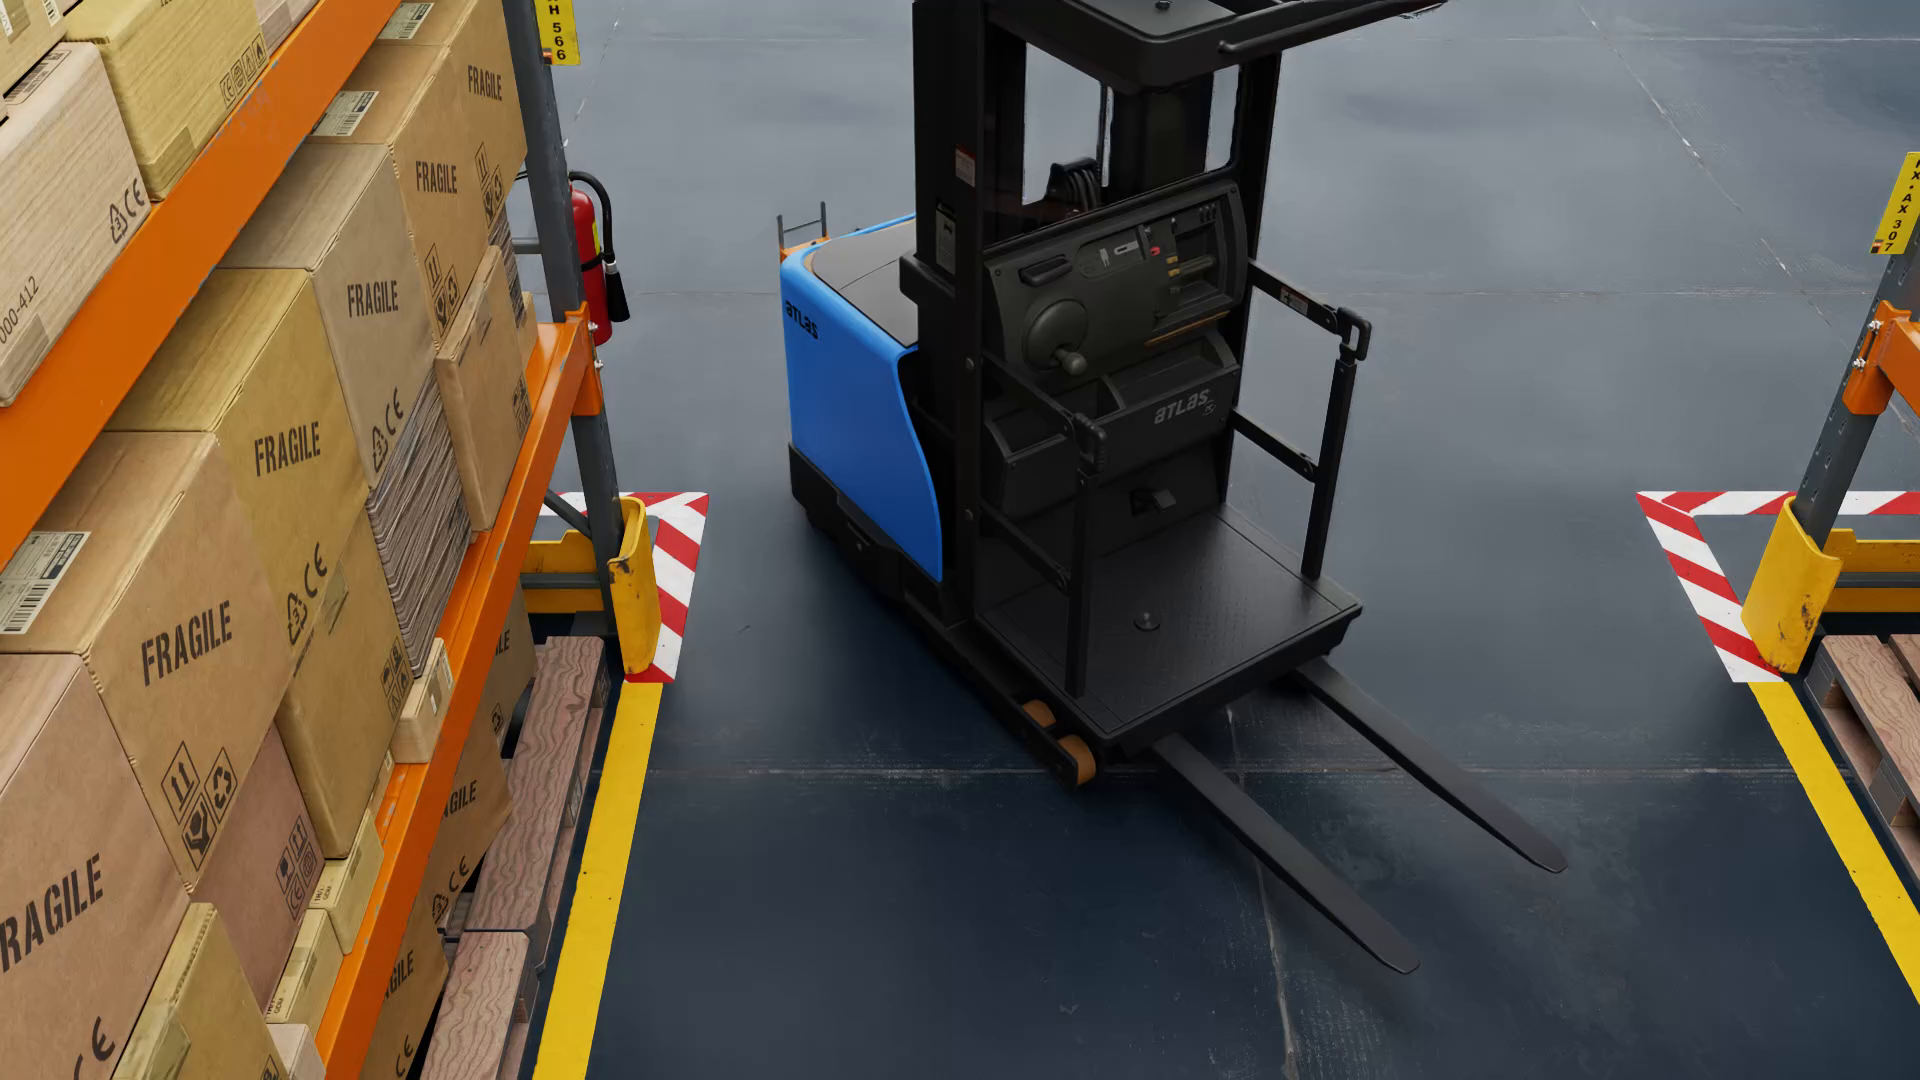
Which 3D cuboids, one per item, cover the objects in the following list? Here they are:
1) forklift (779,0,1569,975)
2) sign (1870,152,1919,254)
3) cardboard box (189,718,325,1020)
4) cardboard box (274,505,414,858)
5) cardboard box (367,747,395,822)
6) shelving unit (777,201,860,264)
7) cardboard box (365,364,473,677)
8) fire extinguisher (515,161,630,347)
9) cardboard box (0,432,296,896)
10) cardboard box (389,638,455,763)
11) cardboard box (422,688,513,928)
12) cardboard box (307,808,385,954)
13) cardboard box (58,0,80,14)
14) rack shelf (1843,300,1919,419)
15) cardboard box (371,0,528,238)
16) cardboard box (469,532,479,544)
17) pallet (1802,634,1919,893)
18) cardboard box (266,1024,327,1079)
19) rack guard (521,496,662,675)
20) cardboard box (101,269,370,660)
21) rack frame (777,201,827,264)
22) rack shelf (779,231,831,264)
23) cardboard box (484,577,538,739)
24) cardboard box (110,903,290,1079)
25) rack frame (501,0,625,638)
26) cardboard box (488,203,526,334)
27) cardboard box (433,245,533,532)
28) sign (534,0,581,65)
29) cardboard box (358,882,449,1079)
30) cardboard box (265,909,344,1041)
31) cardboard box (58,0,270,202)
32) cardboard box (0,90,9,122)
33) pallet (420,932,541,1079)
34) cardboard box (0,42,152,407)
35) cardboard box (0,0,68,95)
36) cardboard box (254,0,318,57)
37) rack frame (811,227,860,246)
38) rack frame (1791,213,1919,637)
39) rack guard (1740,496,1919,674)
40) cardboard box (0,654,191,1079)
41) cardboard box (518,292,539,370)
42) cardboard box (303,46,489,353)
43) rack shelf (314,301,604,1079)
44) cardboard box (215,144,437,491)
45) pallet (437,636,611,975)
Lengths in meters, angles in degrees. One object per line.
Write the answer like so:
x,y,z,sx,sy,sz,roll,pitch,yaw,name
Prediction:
0.606,-0.706,4.787,1.130,2.935,3.031,-23,44,-26,forklift
2.760,-0.981,4.854,0.100,0.325,0.005,0,39,0,sign
-1.644,0.573,2.819,0.875,0.500,0.500,0,39,0,cardboard box
-1.603,0.260,3.209,0.875,0.500,0.500,0,39,0,cardboard box
-1.399,0.504,3.424,0.380,0.149,0.250,0,39,0,cardboard box
-0.512,-0.741,6.335,0.215,1.050,0.252,-23,44,-26,shelving unit
-1.592,-0.052,3.599,0.875,0.500,0.500,0,39,0,cardboard box
-1.182,-0.908,5.047,0.296,0.674,0.183,0,39,0,fire extinguisher
-1.387,0.183,2.506,0.500,0.500,0.500,0,39,0,cardboard box
-1.329,0.347,3.619,0.380,0.149,0.250,0,39,0,cardboard box
-1.624,0.709,4.629,0.500,0.500,0.500,10,40,12,cardboard box
-1.353,0.660,3.229,0.380,0.149,0.250,0,39,0,cardboard box
-1.404,-0.813,2.268,0.380,0.149,0.250,1,39,1,cardboard box
3.312,0.661,3.602,1.077,0.370,4.000,0,39,0,rack shelf
-1.395,-1.068,4.067,0.500,0.500,0.500,0,39,0,cardboard box
-1.400,-0.122,4.204,0.380,0.149,0.250,0,39,0,cardboard box
3.353,0.773,5.116,1.003,0.211,1.213,0,39,0,pallet
-1.322,0.973,2.838,0.380,0.149,0.250,0,39,0,cardboard box
-1.643,0.156,5.655,1.175,0.500,0.348,0,39,0,rack guard
-1.399,-0.130,2.896,0.500,0.500,0.500,0,39,0,cardboard box
-0.582,-0.804,6.414,0.200,1.050,0.008,-23,44,-26,rack frame
-0.512,-0.954,6.165,0.215,0.259,0.240,-23,44,-26,rack shelf
-1.659,0.335,5.096,0.500,0.500,0.500,7,39,8,cardboard box
-1.542,0.886,2.429,0.875,0.500,0.500,0,39,0,cardboard box
-1.643,-0.867,4.933,1.000,3.000,0.127,0,39,0,rack frame
-1.670,-0.678,4.379,0.875,0.500,0.500,0,39,0,cardboard box
-1.549,-0.365,3.989,0.875,0.500,0.500,0,39,0,cardboard box
-1.088,-1.430,4.457,0.100,0.325,0.005,0,39,0,sign
-1.642,1.101,4.141,0.500,0.500,0.500,3,39,4,cardboard box
-1.364,0.816,3.033,0.380,0.149,0.250,0,39,0,cardboard box
-1.387,-0.730,2.484,0.500,0.250,0.500,-1,39,-1,cardboard box
-1.335,-0.492,1.868,0.380,0.149,0.250,-1,39,-1,cardboard box
-1.679,1.538,4.162,1.003,0.211,1.213,0,39,0,pallet
-1.378,-0.400,2.072,0.500,0.250,0.500,-1,39,-2,cardboard box
-1.370,-0.652,2.067,0.380,0.149,0.250,-1,39,-1,cardboard box
-1.393,-1.045,2.876,0.500,0.250,0.500,1,39,1,cardboard box
-0.443,-0.678,6.257,0.200,1.050,0.008,-23,44,-26,rack frame
3.310,-0.870,4.937,1.000,3.000,0.127,0,39,0,rack frame
3.357,0.153,5.660,1.175,0.500,0.348,0,39,0,rack guard
-1.387,0.495,2.116,0.500,0.500,0.500,0,39,0,cardboard box
-1.436,-0.591,4.789,0.380,0.149,0.250,0,39,0,cardboard box
-1.389,-0.755,3.677,0.500,0.500,0.500,0,39,0,cardboard box
-1.641,0.665,3.597,1.077,0.370,4.000,0,39,0,rack shelf
-1.391,-0.443,3.287,0.500,0.500,0.500,0,39,0,cardboard box
-1.677,0.777,5.112,1.003,0.211,1.213,0,39,0,pallet
